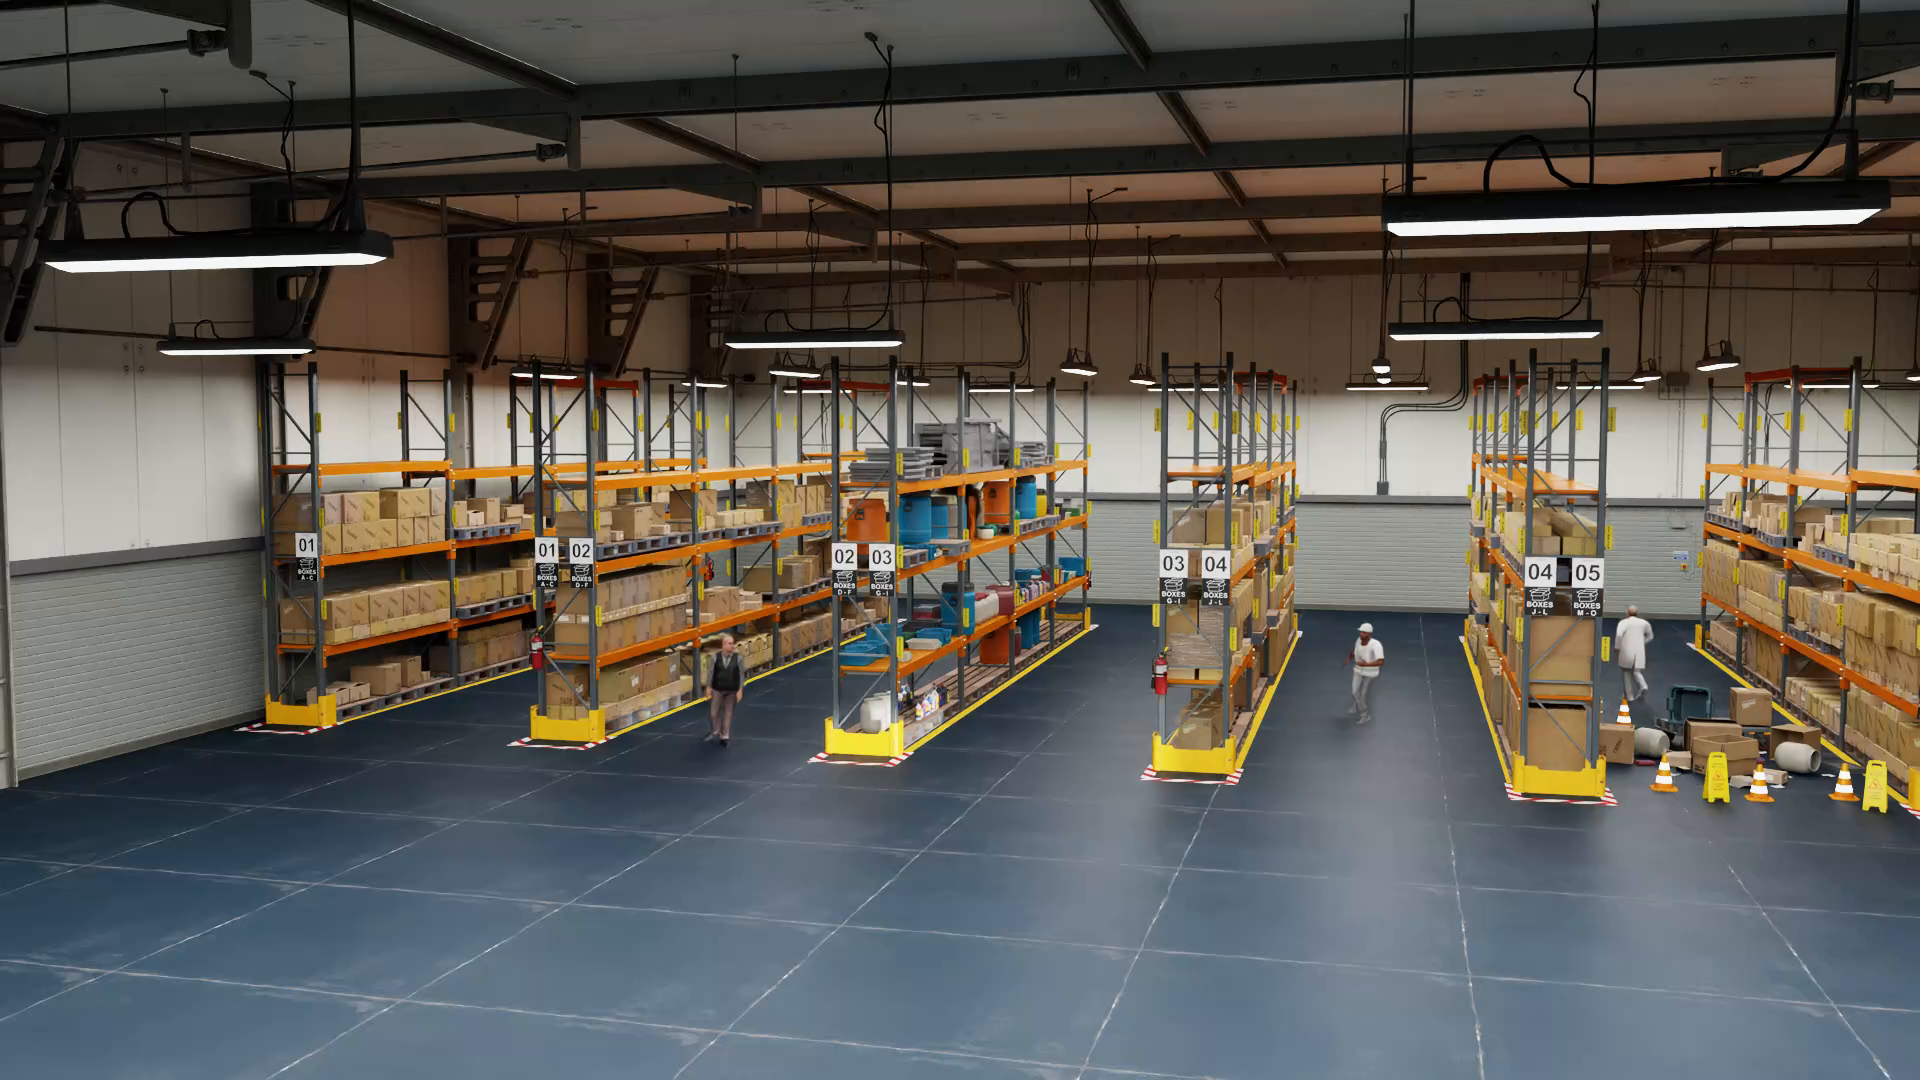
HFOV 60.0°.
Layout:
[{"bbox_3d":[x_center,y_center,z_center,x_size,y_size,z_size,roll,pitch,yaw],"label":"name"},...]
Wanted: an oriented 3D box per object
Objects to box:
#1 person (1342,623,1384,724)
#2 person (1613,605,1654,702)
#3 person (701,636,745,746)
[{"bbox_3d":[6.768,2.221,27.842,0.813,1.706,0.689,3,5,37],"label":"person"},{"bbox_3d":[12.075,2.051,29.721,0.706,1.733,0.864,0,4,4],"label":"person"},{"bbox_3d":[-3.663,2.335,25.676,0.676,1.713,0.454,-1,4,-9],"label":"person"}]
